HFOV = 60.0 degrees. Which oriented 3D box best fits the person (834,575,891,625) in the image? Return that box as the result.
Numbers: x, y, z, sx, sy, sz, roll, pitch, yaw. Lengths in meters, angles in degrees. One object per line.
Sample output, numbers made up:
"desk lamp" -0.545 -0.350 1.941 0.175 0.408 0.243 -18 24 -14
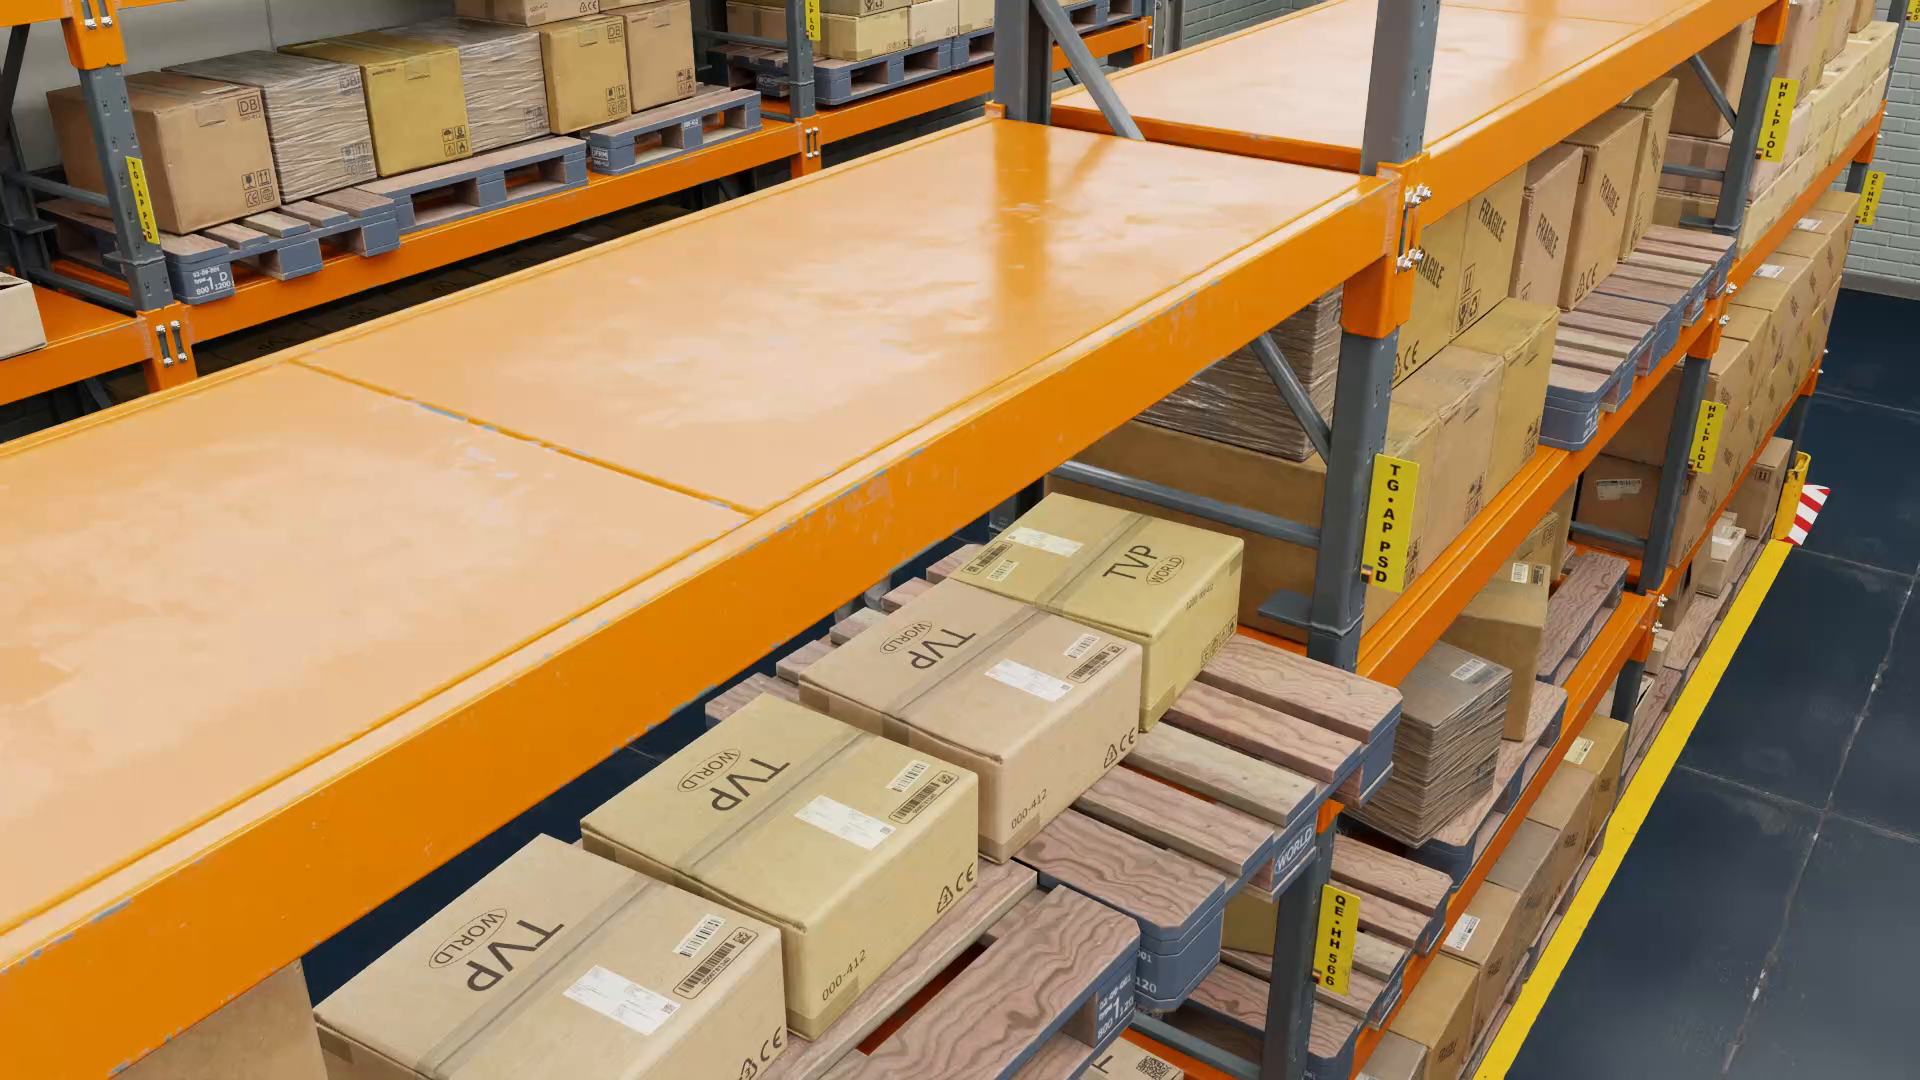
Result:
"person" -0.537 -0.041 9.200 0.485 1.673 0.360 18 32 31
